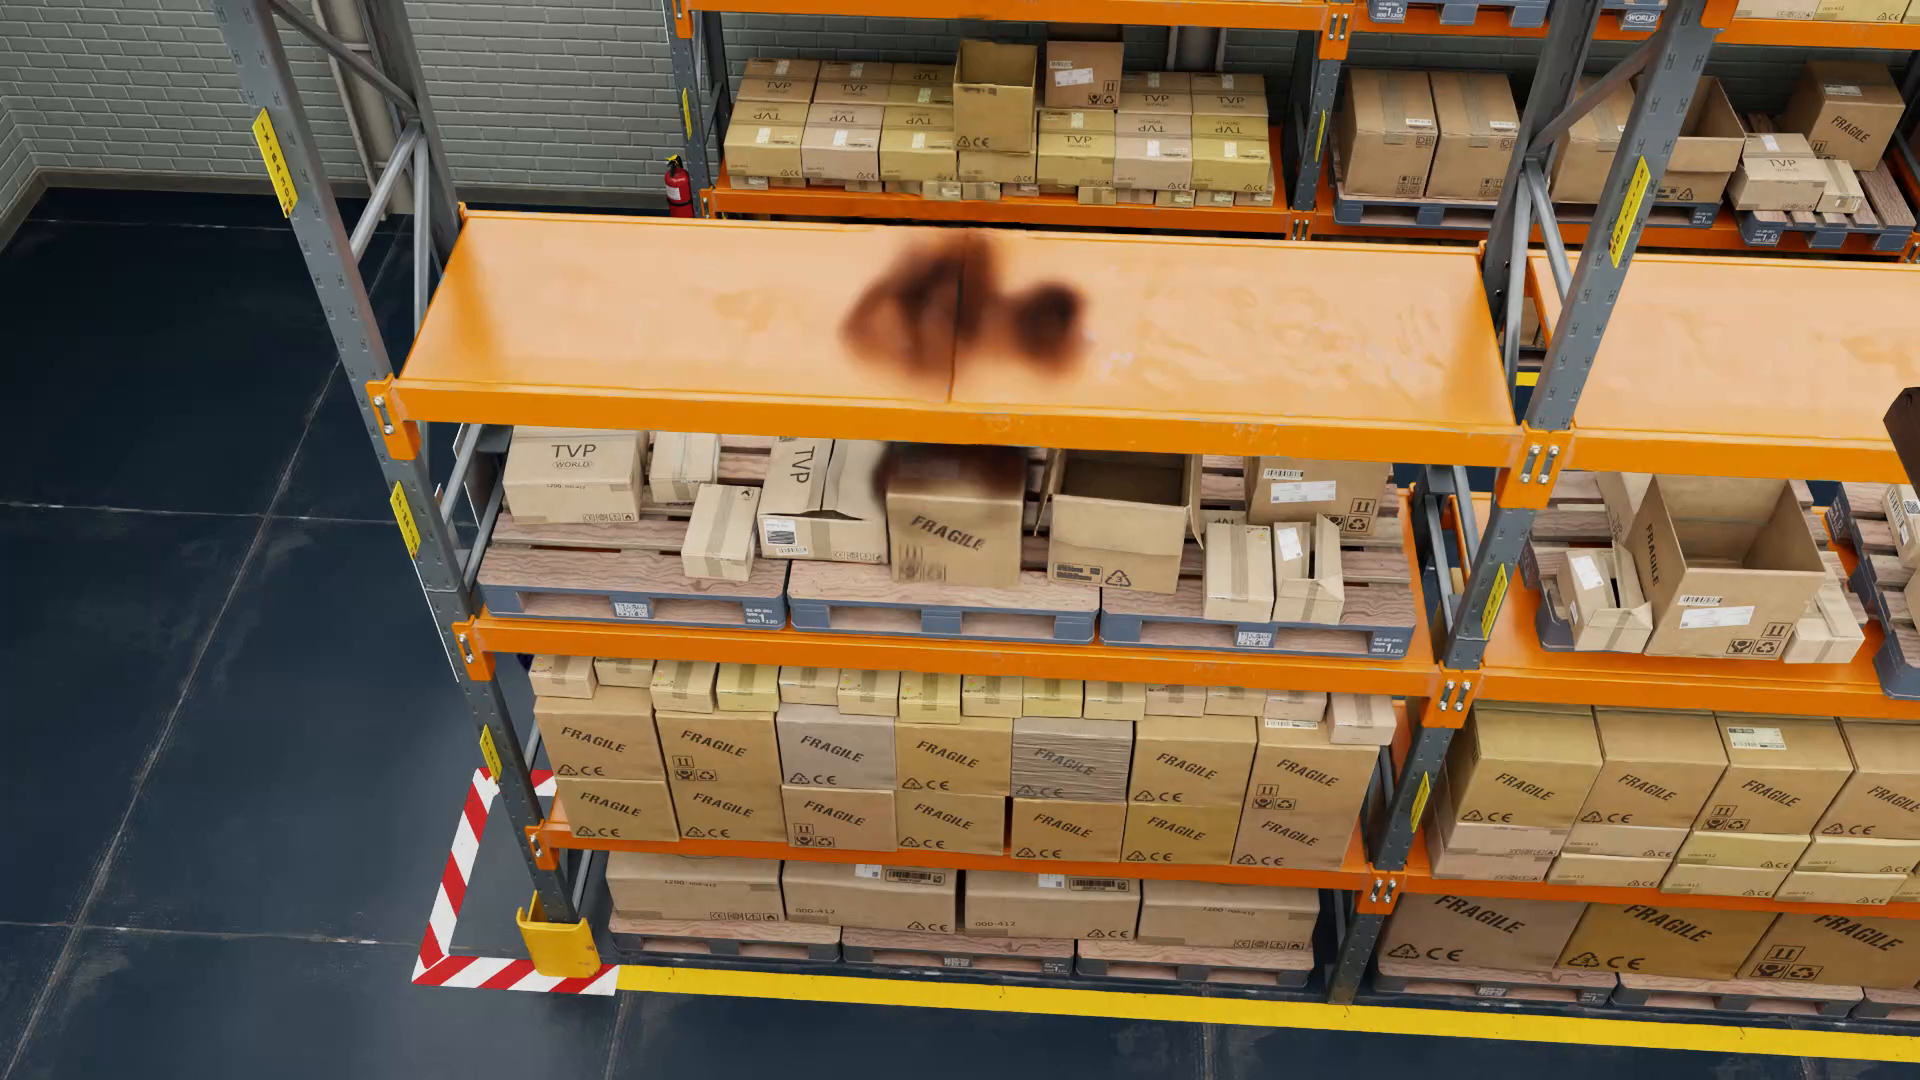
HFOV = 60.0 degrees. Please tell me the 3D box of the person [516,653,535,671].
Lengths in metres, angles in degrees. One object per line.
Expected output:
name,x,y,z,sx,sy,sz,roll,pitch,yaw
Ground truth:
person,-2.255,0.361,9.344,0.609,1.610,0.666,-20,51,-17
